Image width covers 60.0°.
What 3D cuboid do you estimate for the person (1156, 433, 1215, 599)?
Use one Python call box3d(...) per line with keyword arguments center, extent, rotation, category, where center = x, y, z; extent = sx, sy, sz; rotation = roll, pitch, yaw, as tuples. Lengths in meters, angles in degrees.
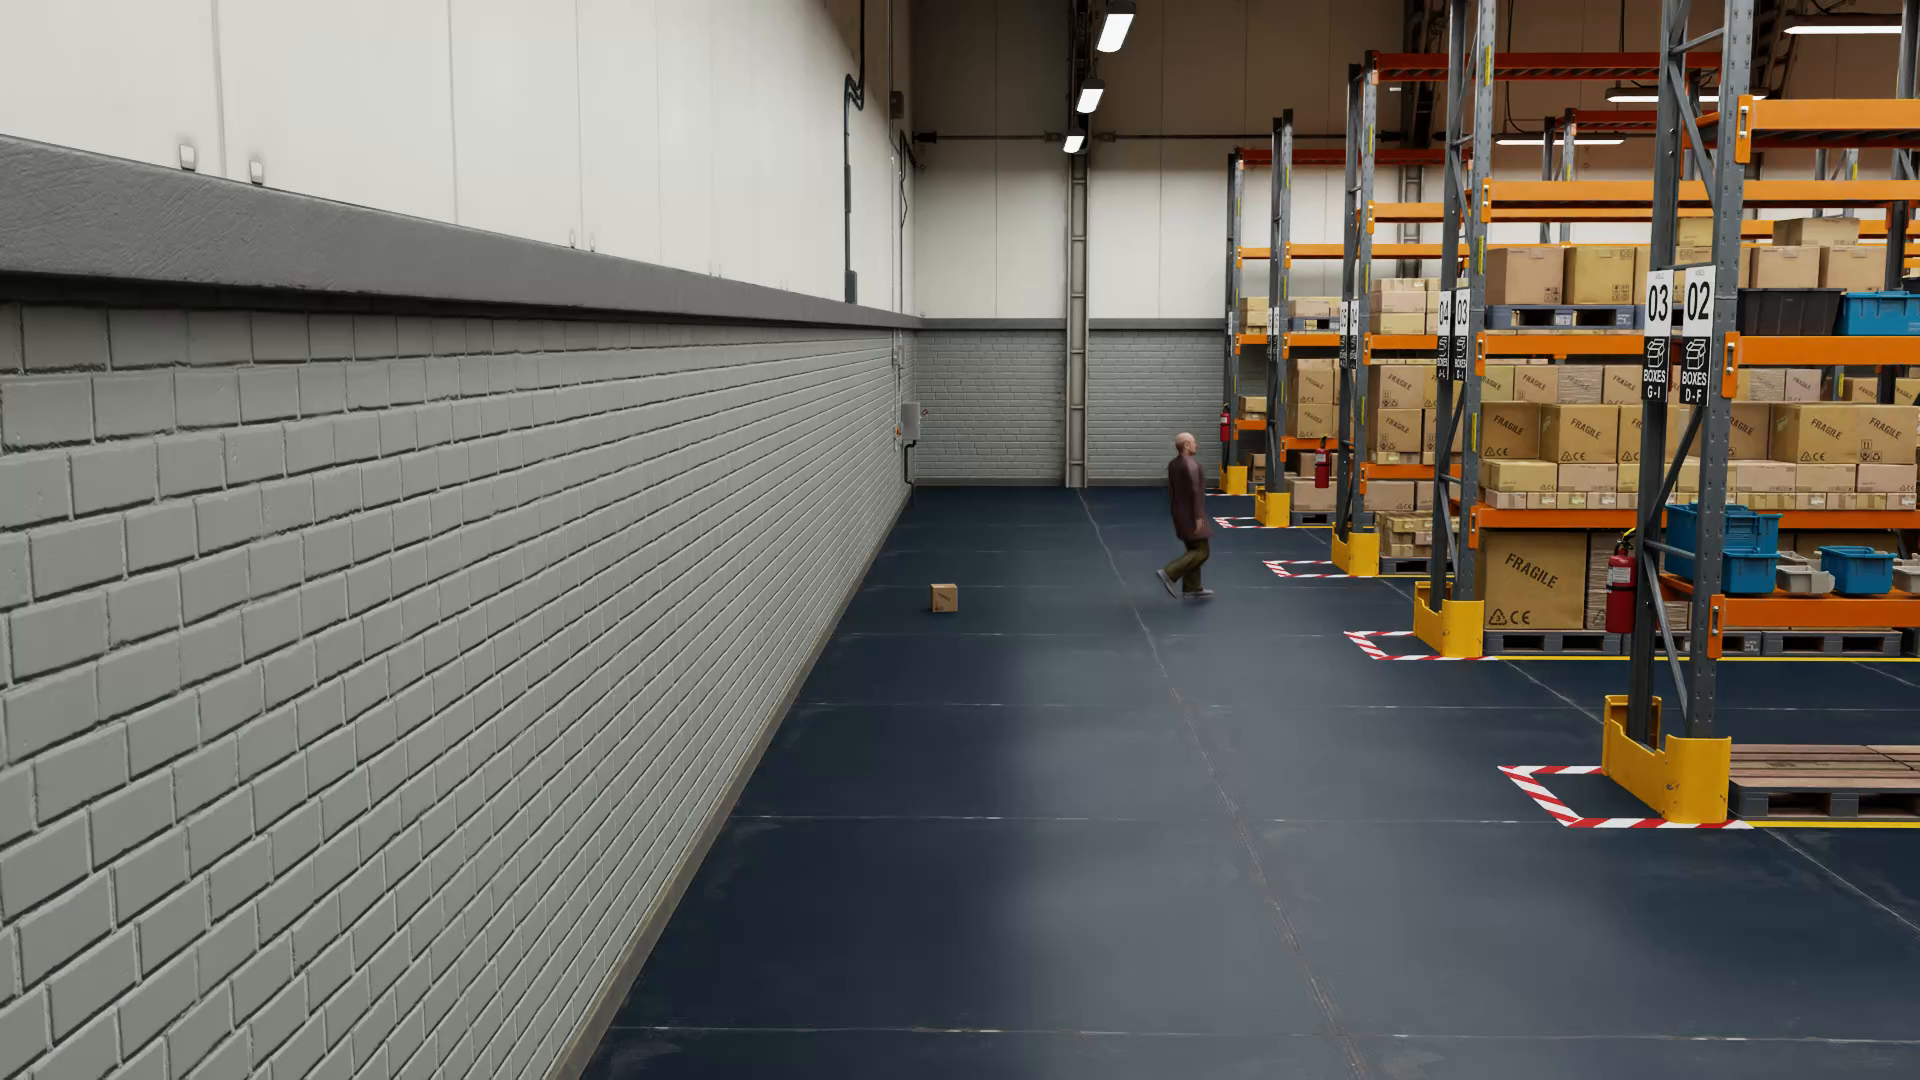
box3d(center=(2.372, -0.241, 17.449), extent=(0.735, 1.760, 0.577), rotation=(-2, 7, -16), category="person")
